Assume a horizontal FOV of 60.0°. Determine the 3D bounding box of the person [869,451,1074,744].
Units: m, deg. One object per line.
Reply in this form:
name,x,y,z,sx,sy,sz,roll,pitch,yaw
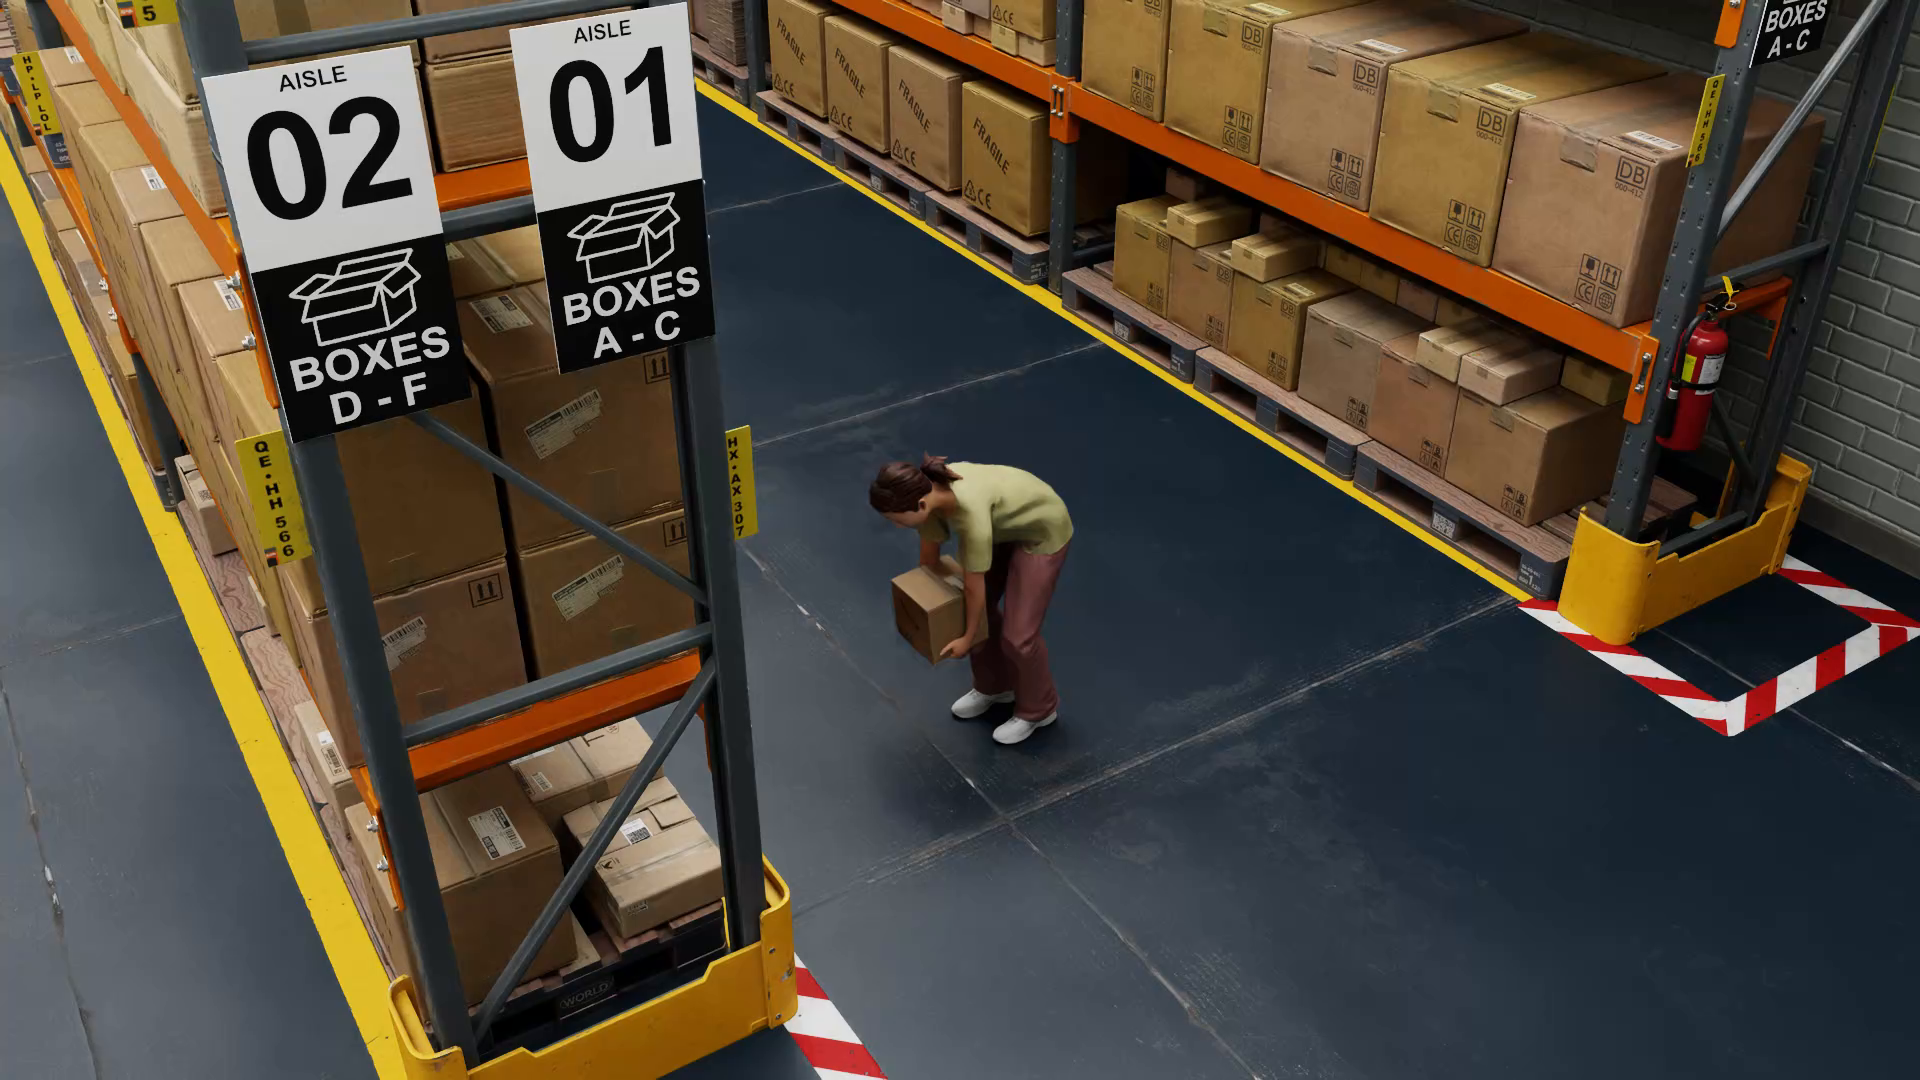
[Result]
person,0.036,0.203,6.166,0.813,1.311,0.403,-20,38,-28
